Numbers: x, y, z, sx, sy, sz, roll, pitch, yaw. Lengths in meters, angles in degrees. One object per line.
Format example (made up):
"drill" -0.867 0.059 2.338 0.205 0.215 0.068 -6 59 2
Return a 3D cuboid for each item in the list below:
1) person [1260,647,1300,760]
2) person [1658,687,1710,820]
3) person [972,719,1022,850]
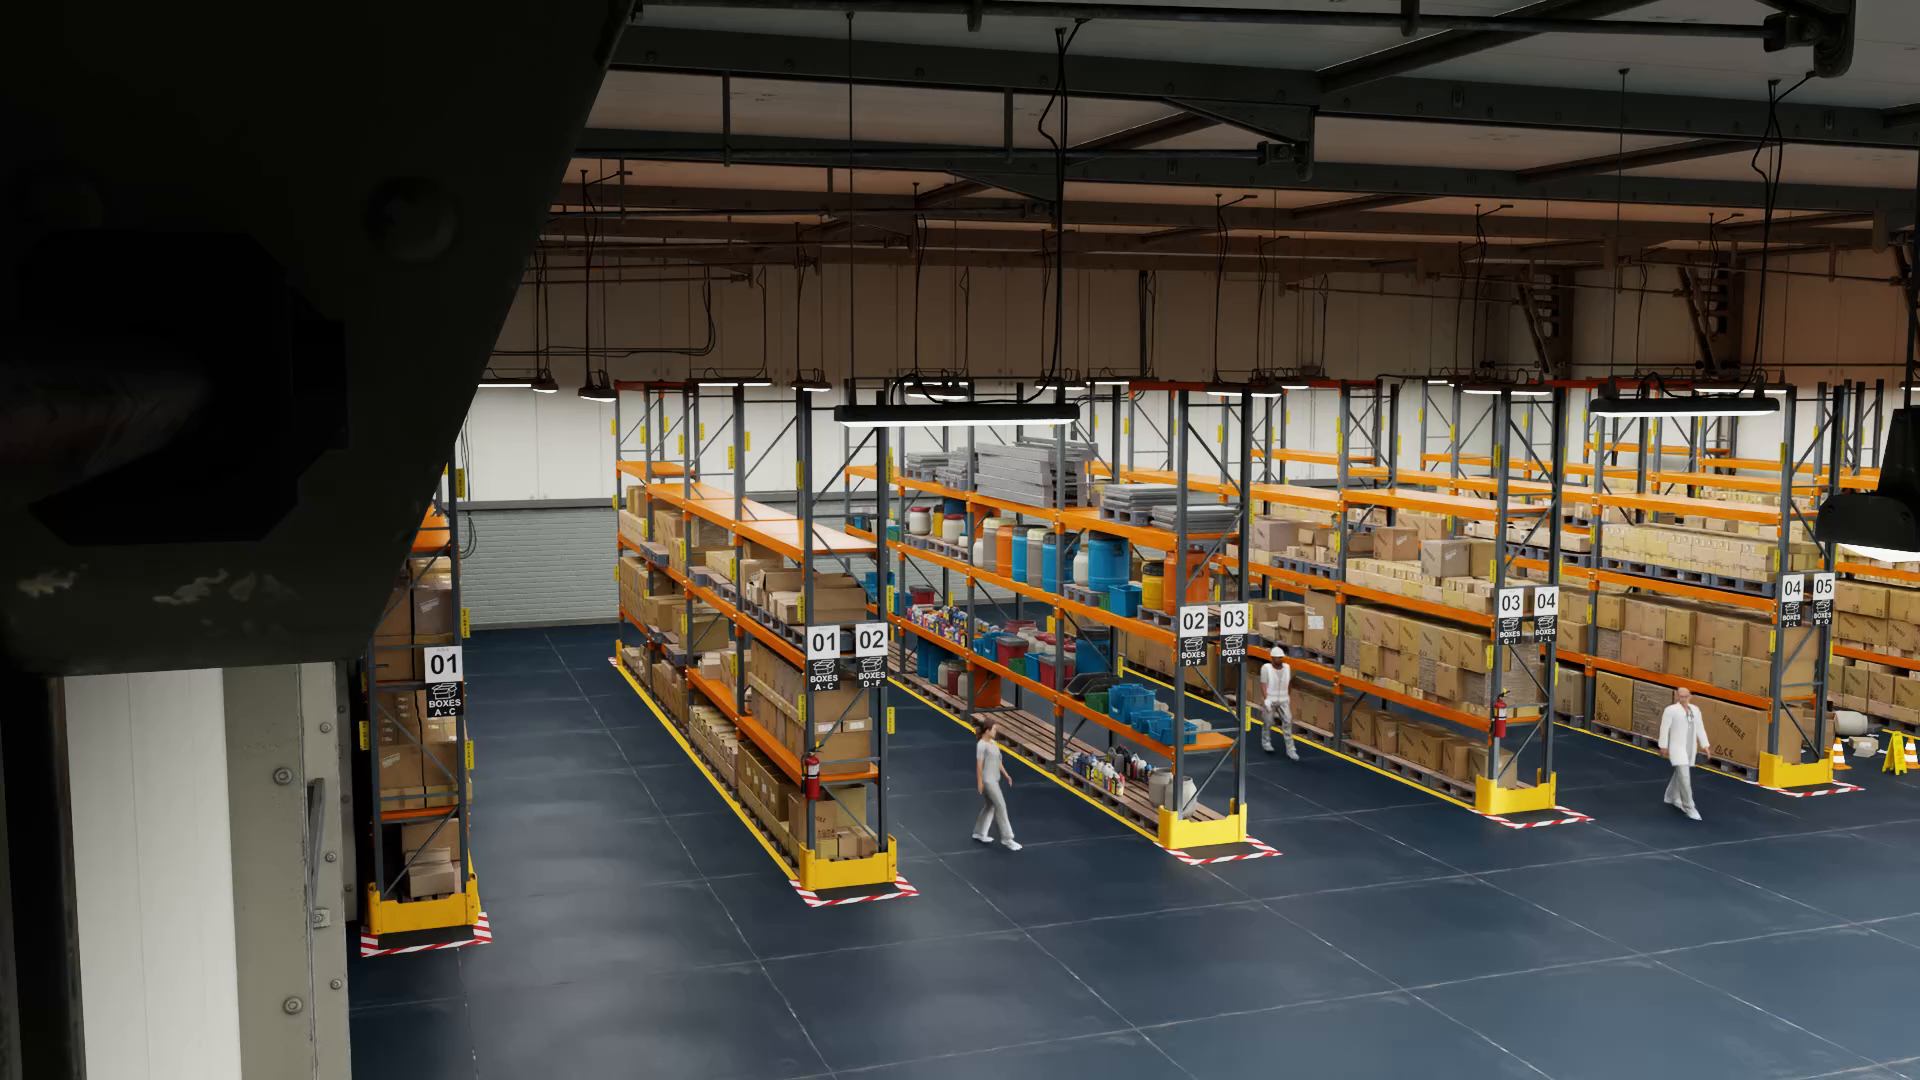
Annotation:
"person" 5.133 2.599 26.839 0.570 1.743 0.901 -1 6 -6
"person" 10.244 2.990 23.482 0.593 1.828 0.814 -2 6 -18
"person" 0.503 3.203 21.950 0.773 1.680 0.466 2 6 20
